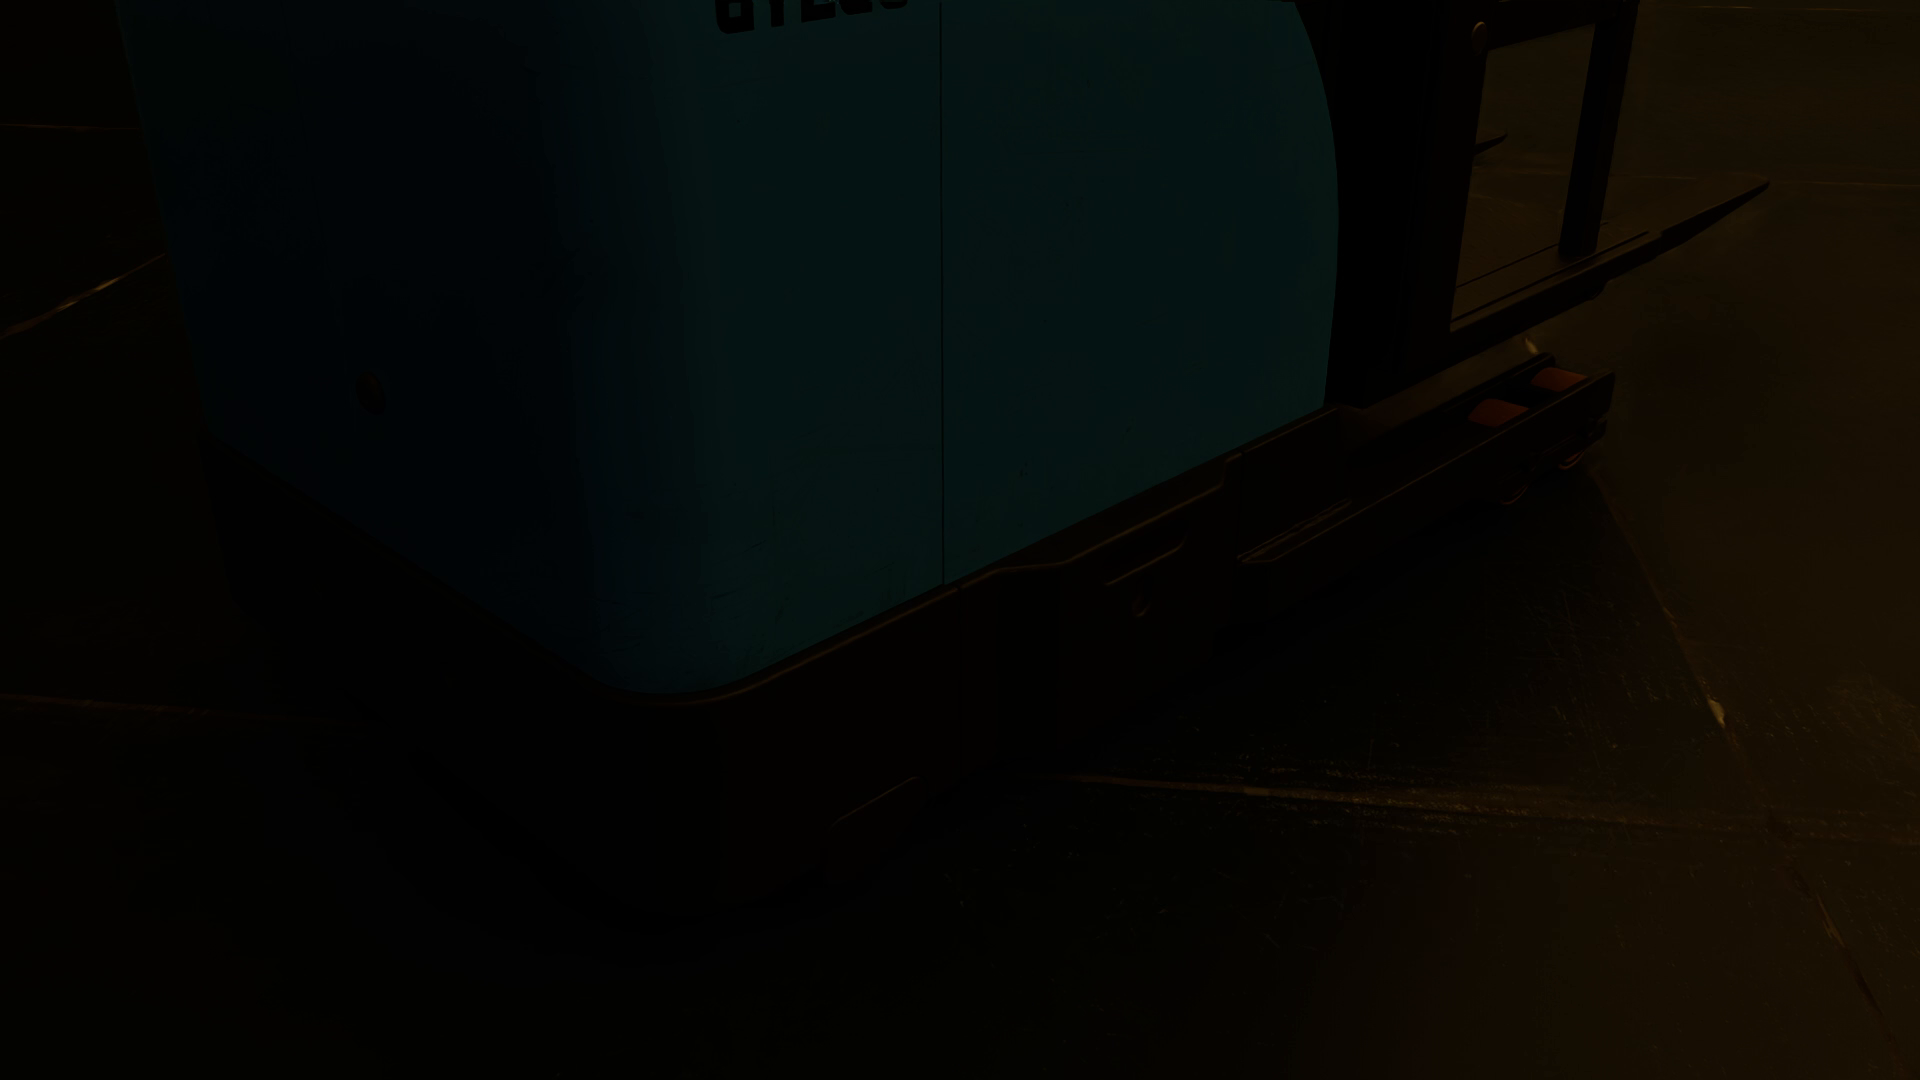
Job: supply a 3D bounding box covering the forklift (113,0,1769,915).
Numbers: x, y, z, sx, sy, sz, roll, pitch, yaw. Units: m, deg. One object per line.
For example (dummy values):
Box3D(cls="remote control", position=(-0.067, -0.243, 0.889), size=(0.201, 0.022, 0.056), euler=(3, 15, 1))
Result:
Box3D(cls="forklift", position=(0.425, -1.509, 2.241), size=(1.130, 2.935, 3.031), euler=(24, 35, 39))
